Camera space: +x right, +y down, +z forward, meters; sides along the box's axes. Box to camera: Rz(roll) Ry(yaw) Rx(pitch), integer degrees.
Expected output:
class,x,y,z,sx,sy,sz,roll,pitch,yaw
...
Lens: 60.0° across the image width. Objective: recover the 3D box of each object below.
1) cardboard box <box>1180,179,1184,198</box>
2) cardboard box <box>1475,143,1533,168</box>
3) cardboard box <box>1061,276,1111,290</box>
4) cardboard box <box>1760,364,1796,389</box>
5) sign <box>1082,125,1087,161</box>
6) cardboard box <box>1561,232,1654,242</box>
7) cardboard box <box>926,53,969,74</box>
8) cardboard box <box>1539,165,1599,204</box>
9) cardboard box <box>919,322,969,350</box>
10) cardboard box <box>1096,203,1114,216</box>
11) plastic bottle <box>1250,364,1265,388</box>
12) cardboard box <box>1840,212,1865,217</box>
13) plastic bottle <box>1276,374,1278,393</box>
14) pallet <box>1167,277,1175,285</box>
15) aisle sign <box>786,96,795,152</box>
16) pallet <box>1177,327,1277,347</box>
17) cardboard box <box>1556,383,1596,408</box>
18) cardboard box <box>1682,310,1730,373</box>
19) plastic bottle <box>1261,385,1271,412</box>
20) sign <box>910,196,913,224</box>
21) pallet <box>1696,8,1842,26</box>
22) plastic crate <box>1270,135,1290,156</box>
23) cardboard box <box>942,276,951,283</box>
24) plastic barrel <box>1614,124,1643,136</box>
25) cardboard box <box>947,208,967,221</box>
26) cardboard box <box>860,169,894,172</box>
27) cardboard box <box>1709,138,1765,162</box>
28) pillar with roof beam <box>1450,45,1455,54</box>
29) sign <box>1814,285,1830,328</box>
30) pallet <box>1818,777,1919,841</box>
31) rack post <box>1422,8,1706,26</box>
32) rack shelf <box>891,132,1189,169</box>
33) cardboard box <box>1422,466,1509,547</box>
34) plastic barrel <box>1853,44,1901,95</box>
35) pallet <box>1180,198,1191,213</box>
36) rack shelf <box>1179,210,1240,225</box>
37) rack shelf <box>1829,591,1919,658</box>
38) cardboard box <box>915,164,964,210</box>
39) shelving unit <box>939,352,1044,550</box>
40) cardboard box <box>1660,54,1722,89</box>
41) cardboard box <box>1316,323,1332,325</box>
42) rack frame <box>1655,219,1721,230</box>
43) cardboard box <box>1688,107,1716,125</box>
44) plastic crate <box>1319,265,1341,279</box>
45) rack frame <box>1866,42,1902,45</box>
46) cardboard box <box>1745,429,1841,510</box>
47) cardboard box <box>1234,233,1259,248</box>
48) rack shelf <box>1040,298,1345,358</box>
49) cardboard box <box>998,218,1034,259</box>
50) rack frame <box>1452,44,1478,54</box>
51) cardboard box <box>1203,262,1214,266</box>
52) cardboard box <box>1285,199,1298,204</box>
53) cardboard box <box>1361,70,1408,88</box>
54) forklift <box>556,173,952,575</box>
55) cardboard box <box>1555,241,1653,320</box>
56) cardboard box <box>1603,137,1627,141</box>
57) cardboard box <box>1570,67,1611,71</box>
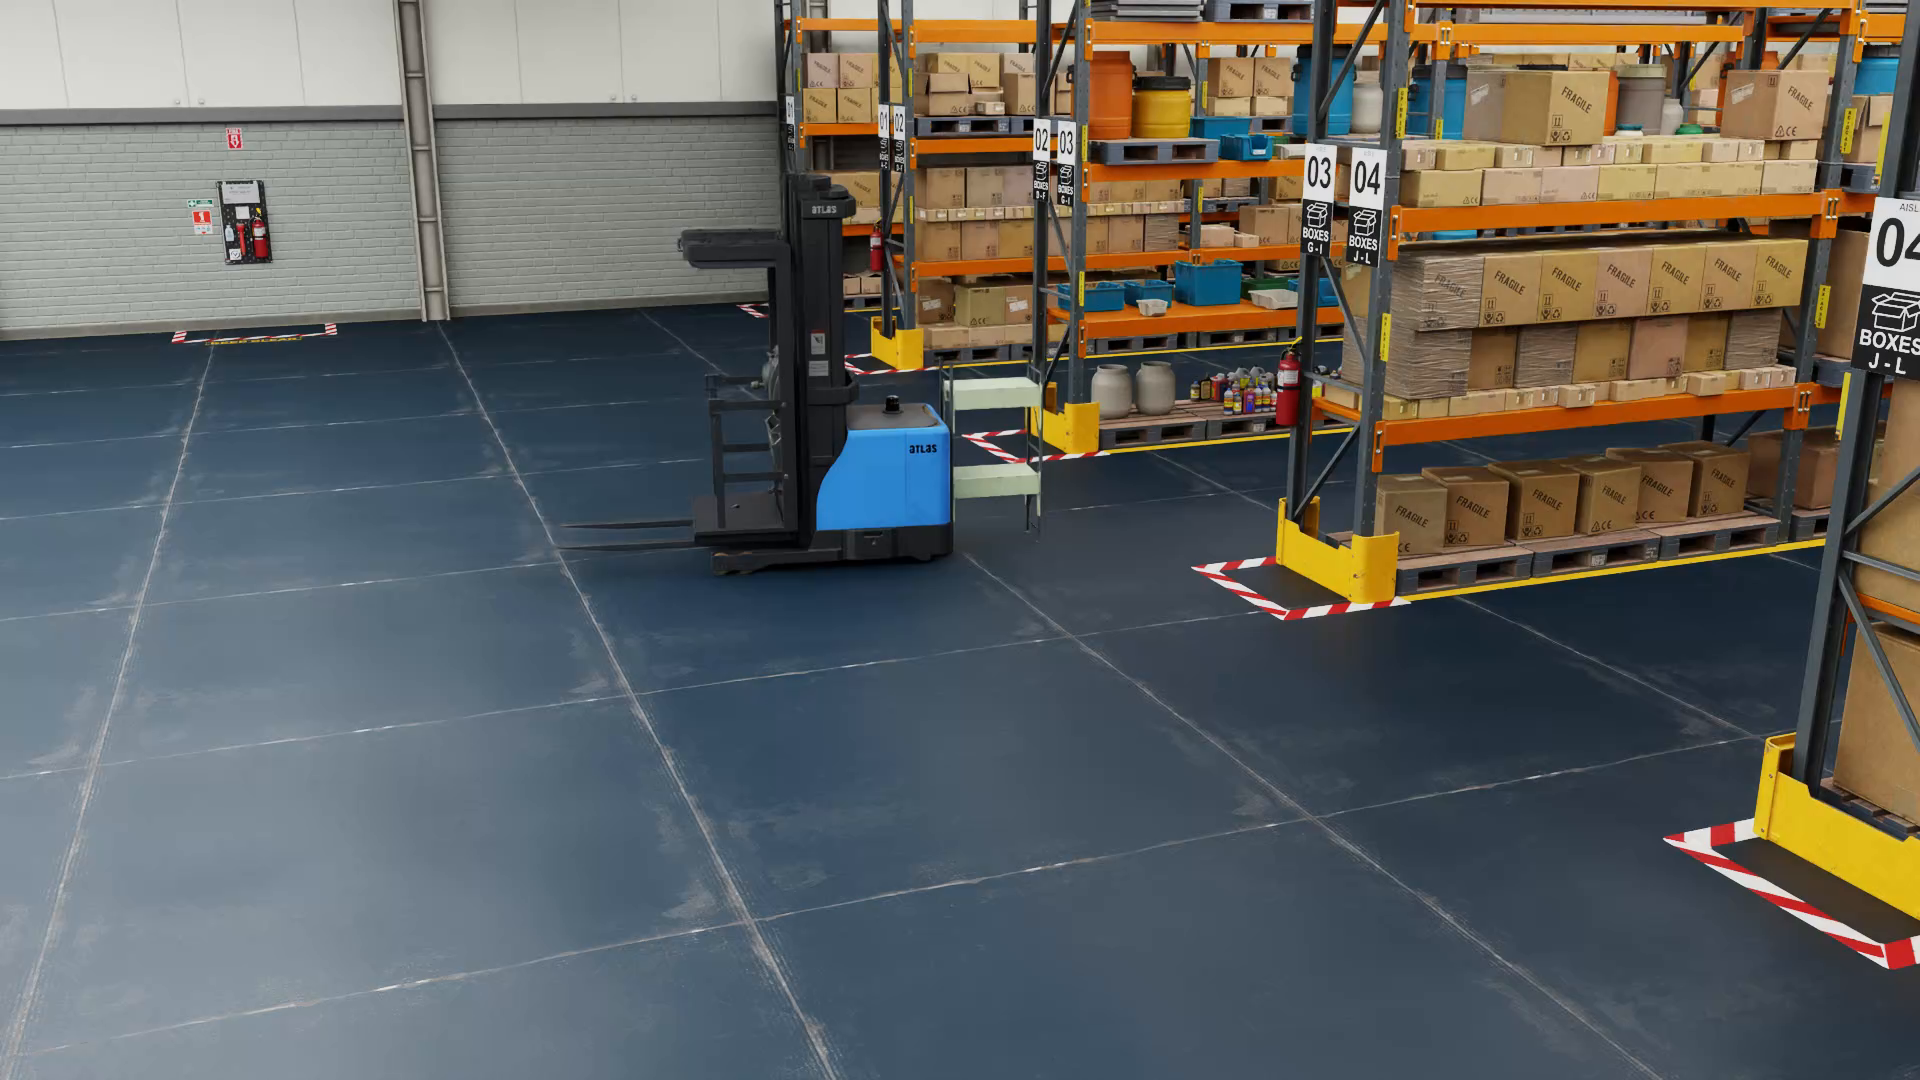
class,x,y,z,sx,sy,sz,roll,pitch,yaw
cardboard box,3.314,-5.928,27.502,0.500,0.500,0.700,-6,17,-20
cardboard box,3.840,-2.727,11.795,0.250,0.149,0.380,-5,17,-18
cardboard box,1.654,-3.183,21.918,0.500,0.500,0.500,-6,17,-20
cardboard box,6.391,-1.318,13.208,0.250,0.149,0.380,-6,17,-20
sign,1.172,-3.735,15.655,0.005,0.325,0.100,-6,17,-20
cardboard box,5.042,-2.128,13.042,0.500,0.500,0.500,-6,17,-20
cardboard box,-0.193,-7.188,25.442,0.500,0.500,0.500,-7,18,-22
cardboard box,4.237,-2.584,12.017,0.500,0.250,0.500,-6,17,-20
cardboard box,-0.209,-2.618,21.326,0.500,0.250,0.500,-6,17,-20
cardboard box,1.818,-4.317,21.648,0.250,0.149,0.380,-6,17,-20
plastic bottle,3.239,-1.746,18.142,0.185,0.351,0.144,-6,18,-21
cardboard box,13.830,-5.285,26.094,0.500,0.500,0.500,-6,17,-18
plastic bottle,3.512,-1.726,18.215,0.097,0.271,0.097,0,16,0
pallet,3.037,-4.312,27.907,1.213,0.211,1.003,-6,17,-20
aisle sign,-2.525,-6.205,24.790,0.004,0.787,0.394,-6,17,-20
pallet,3.620,-2.891,23.067,1.213,0.211,1.003,-6,17,-20
cardboard box,4.538,-1.105,12.484,0.250,0.149,0.380,-6,17,-20
cardboard box,5.565,-1.658,13.214,0.500,0.500,0.875,-6,17,-20
plastic bottle,3.197,-1.485,17.391,0.097,0.271,0.097,0,16,0
sign,-0.597,-4.047,20.380,0.005,0.325,0.100,-6,17,-20
pallet,9.134,-5.904,18.778,1.003,0.211,1.213,-6,17,-20
plastic crate,3.144,-4.090,17.256,0.450,0.188,0.336,-6,17,-20
cardboard box,-0.331,-4.134,26.632,0.250,0.149,0.380,-8,18,-25
plastic barrel,7.346,-4.427,18.271,0.301,0.262,0.301,0,16,0
cardboard box,-0.101,-4.110,20.942,0.250,0.149,0.380,-7,18,-22
cardboard box,-1.247,-5.546,26.060,0.500,0.500,0.500,-7,18,-22
cardboard box,5.801,-2.936,12.508,0.250,0.149,0.380,-7,18,-23
pillar with roof beam,10.524,-8.297,25.883,0.400,9.000,9.100,-6,17,-20
sign,6.688,-1.811,12.904,0.005,0.325,0.100,-6,17,-20
pallet,5.151,1.418,8.395,1.213,0.211,1.003,-6,17,-20
rack post,6.523,-6.036,17.827,3.121,1.000,1.013,-6,17,-20
rack shelf,1.078,-5.036,21.378,4.000,0.370,1.077,-6,17,-20
cardboard box,3.887,-0.264,12.864,0.500,0.500,0.500,-2,16,-6
plastic barrel,10.646,-5.316,19.418,0.708,0.901,0.600,-6,17,-20
pallet,3.071,-5.548,27.507,1.213,0.211,1.003,-6,17,-20
rack shelf,3.037,-5.303,27.611,4.000,0.370,1.077,-6,17,-20
rack shelf,6.300,0.325,8.445,4.000,0.370,1.077,-6,17,-20
cardboard box,-0.300,-4.460,20.983,0.500,0.500,0.700,-6,17,-20
shelving unit,0.248,-0.717,13.377,0.755,1.500,0.431,-4,17,-13
cardboard box,10.856,-6.977,24.756,0.500,0.500,0.700,-6,17,-20
cardboard box,4.847,-3.157,23.159,0.500,0.250,0.500,-6,17,-19
rack frame,8.450,-3.244,19.320,0.127,3.000,1.000,-6,17,-20
cardboard box,10.959,-6.302,24.677,0.500,0.250,0.500,-6,17,-20
plastic crate,4.180,-2.791,17.890,0.504,0.338,0.767,-6,17,-20
rack frame,14.151,-8.232,25.661,0.127,3.000,1.000,-6,17,-20
cardboard box,7.068,-0.605,13.991,0.500,0.500,0.700,-8,18,-24
cardboard box,3.846,-4.059,22.543,0.250,0.149,0.380,-6,17,-20
rack shelf,2.847,-2.294,17.362,4.000,0.370,1.077,-6,17,-20
cardboard box,0.605,-3.935,21.498,0.500,0.500,0.700,-6,17,-20
rack frame,8.640,-9.132,28.725,0.127,3.000,1.000,-6,17,-20
cardboard box,4.251,-4.776,28.193,0.500,0.500,0.700,-6,17,-19
cardboard box,5.533,-5.735,28.213,0.250,0.149,0.380,-6,17,-19
cardboard box,7.282,-7.819,28.618,0.500,0.500,0.700,-7,18,-21
forklift,-1.631,-1.301,12.828,3.031,2.935,1.130,-3,17,-10
cardboard box,4.763,-1.939,12.399,0.500,0.500,0.500,-6,17,-20
cardboard box,4.869,-3.003,12.735,0.250,0.149,0.380,-7,18,-21
cardboard box,9.303,-6.582,24.266,0.600,0.600,0.600,-6,18,-21
